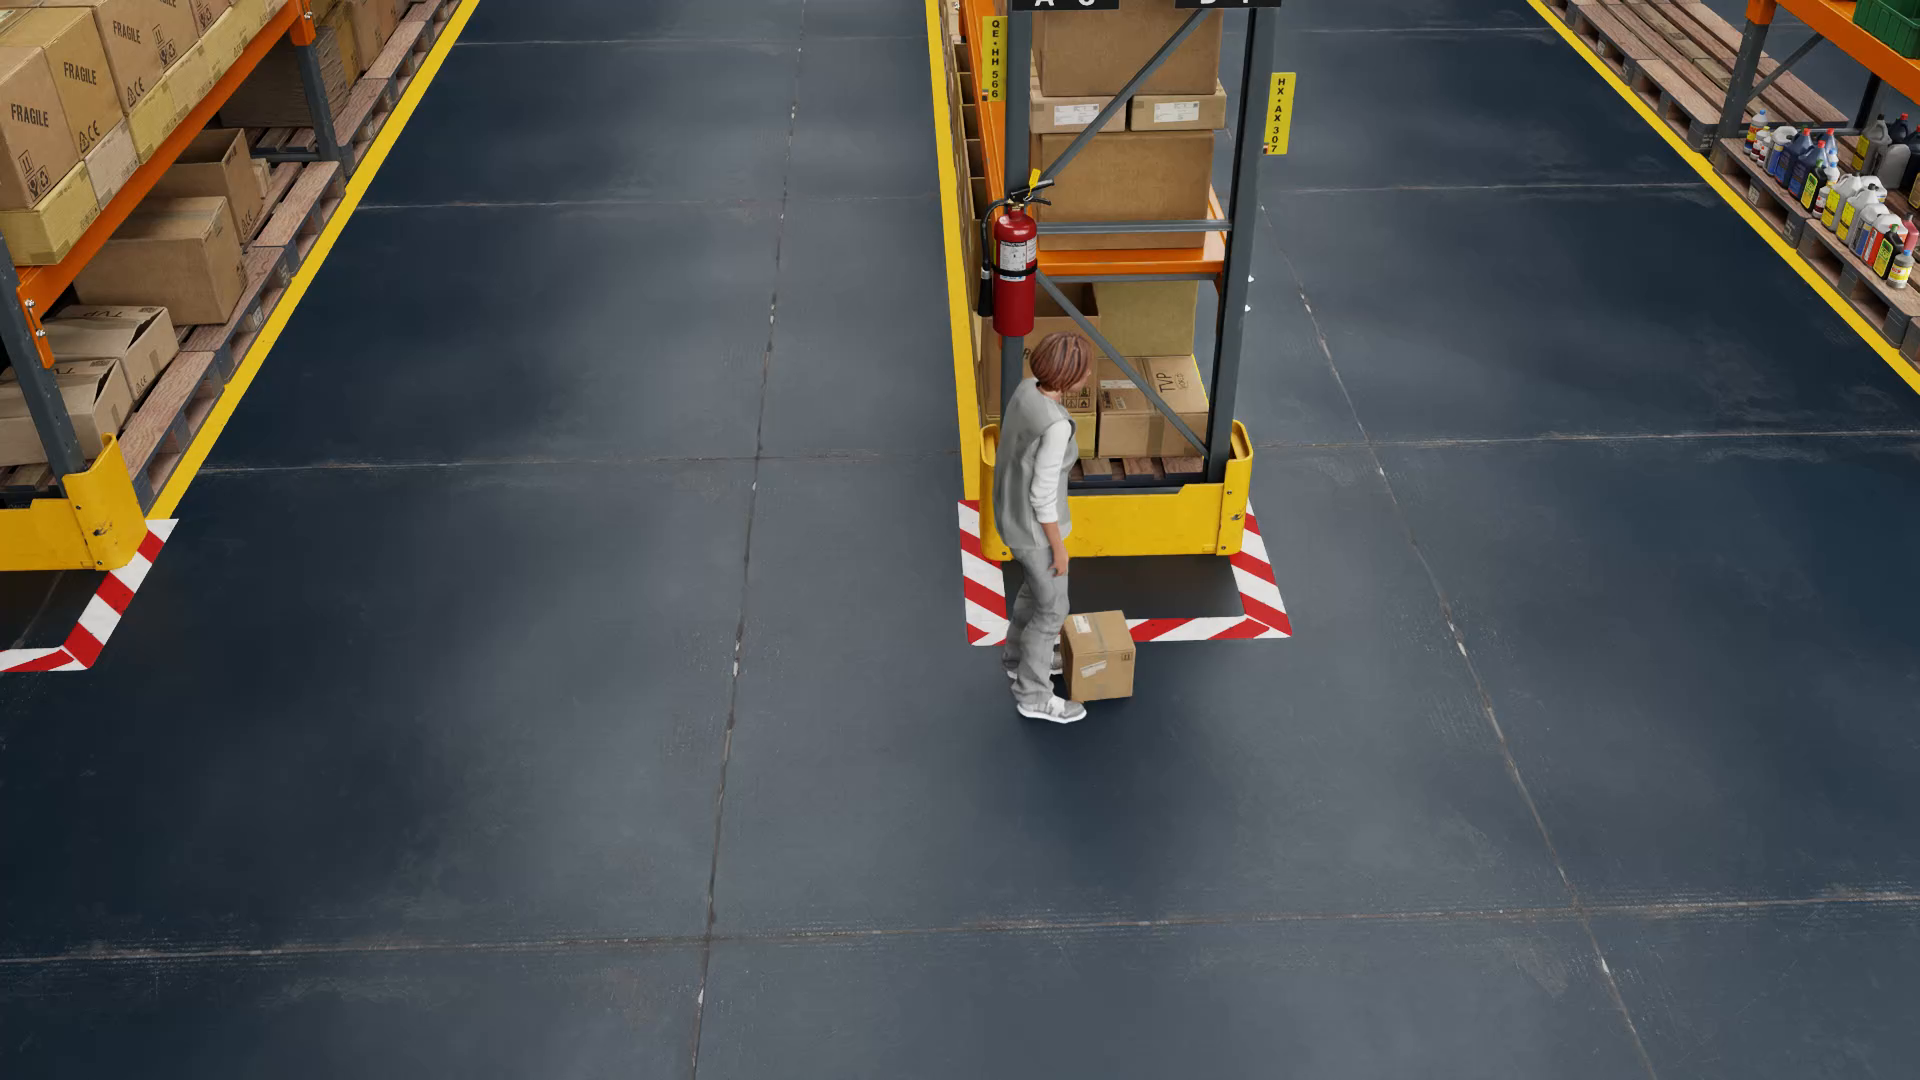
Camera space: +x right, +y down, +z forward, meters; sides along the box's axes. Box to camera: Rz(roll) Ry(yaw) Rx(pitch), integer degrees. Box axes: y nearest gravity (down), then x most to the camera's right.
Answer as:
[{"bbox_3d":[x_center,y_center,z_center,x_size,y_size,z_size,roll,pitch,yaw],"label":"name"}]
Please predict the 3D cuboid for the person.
[{"bbox_3d":[0.302,-0.052,6.229,0.345,1.592,0.478,-6,36,-8],"label":"person"}]
